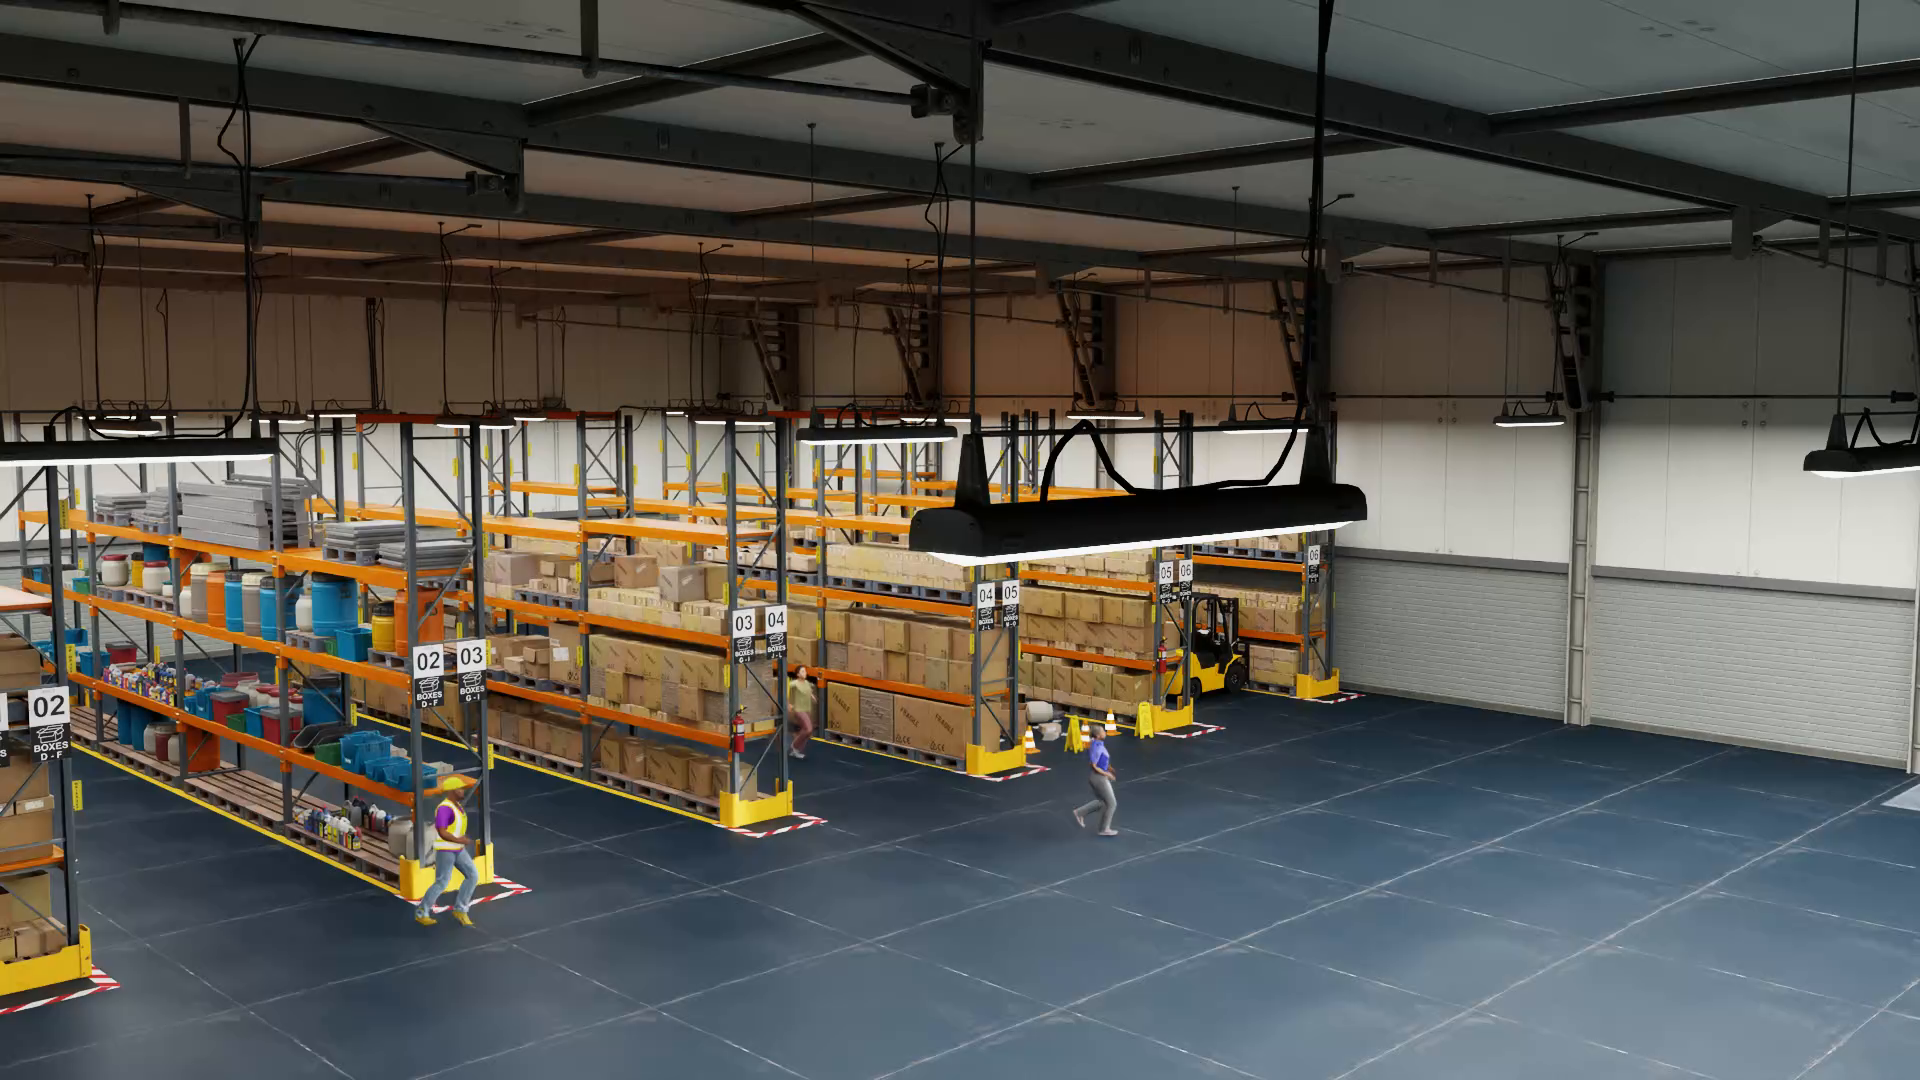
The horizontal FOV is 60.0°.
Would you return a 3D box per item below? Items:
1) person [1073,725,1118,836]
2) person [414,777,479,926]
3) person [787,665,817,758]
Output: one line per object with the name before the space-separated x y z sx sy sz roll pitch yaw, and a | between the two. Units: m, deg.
person | 1.956 3.452 23.913 0.644 1.605 0.578 0 5 -3
person | -6.127 3.743 19.959 0.701 1.794 0.777 0 5 2
person | -2.737 2.990 28.907 0.613 1.635 0.560 4 6 35
